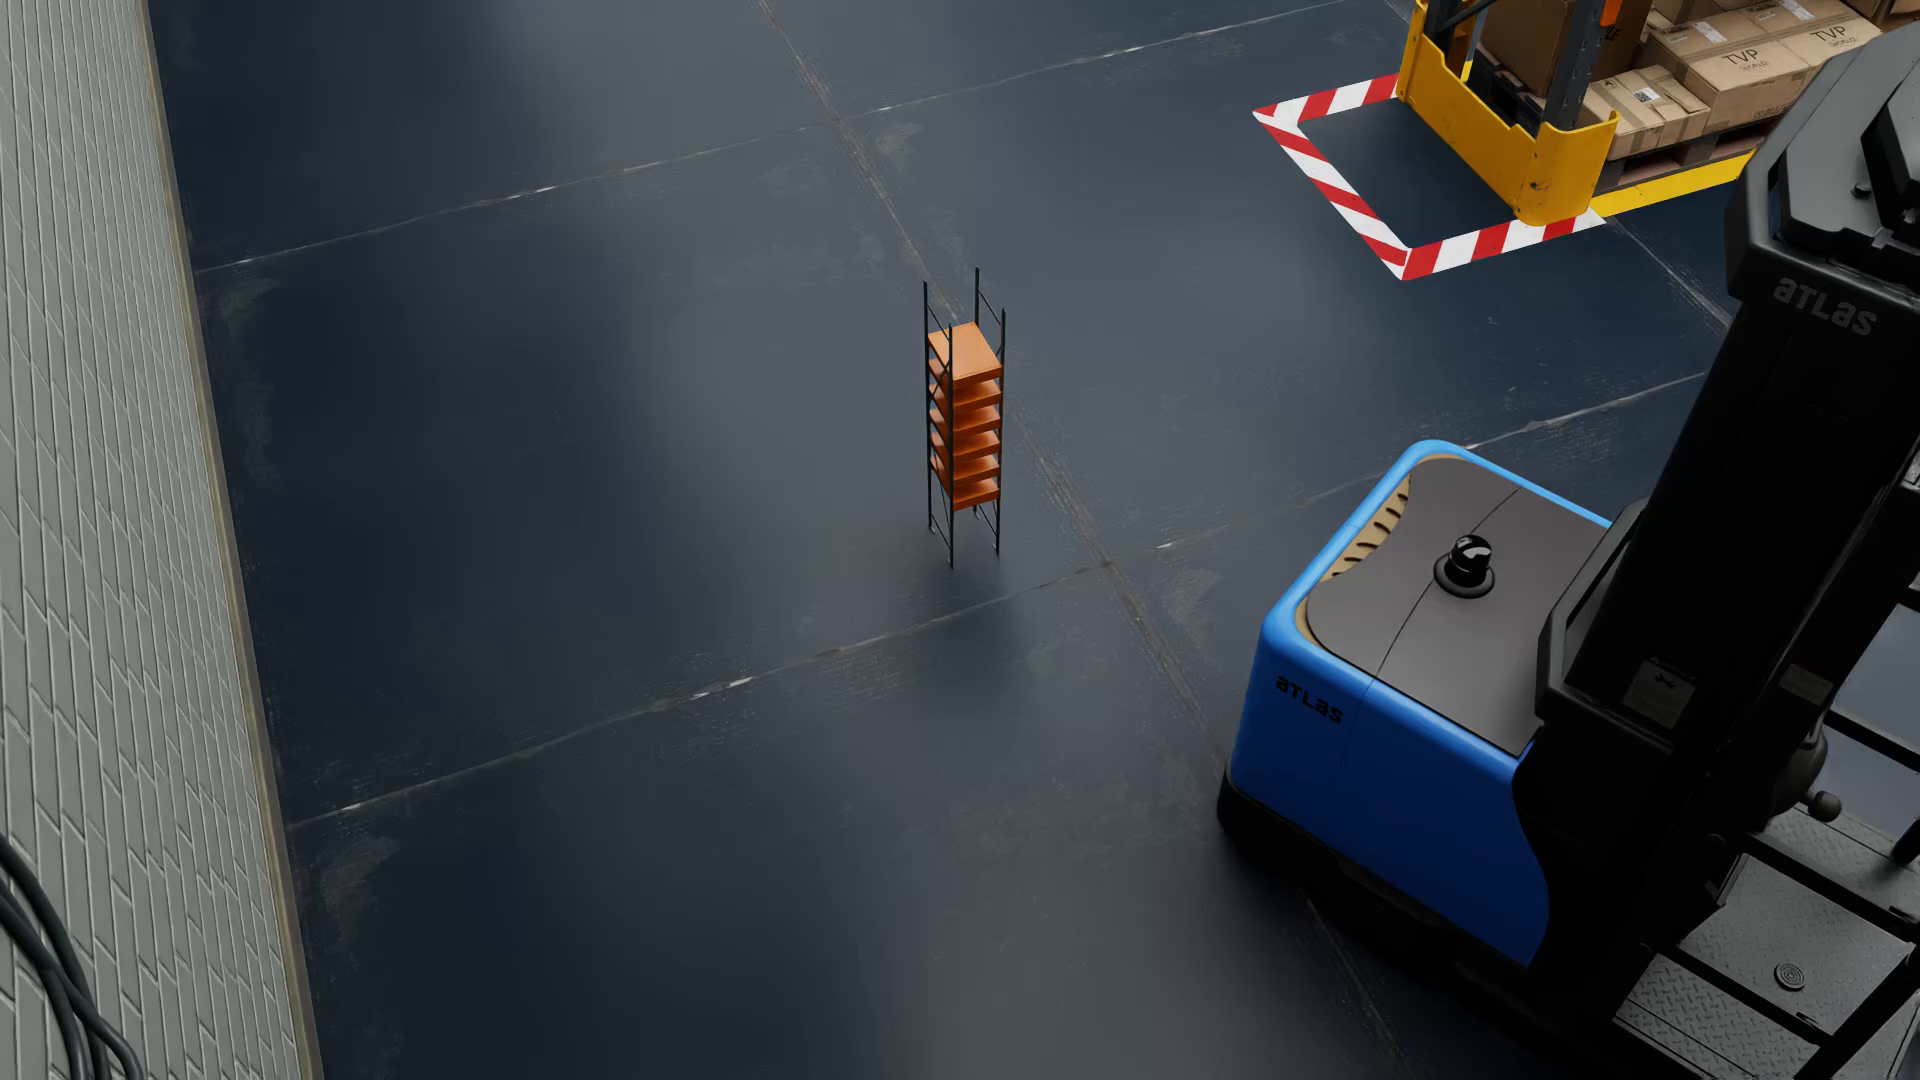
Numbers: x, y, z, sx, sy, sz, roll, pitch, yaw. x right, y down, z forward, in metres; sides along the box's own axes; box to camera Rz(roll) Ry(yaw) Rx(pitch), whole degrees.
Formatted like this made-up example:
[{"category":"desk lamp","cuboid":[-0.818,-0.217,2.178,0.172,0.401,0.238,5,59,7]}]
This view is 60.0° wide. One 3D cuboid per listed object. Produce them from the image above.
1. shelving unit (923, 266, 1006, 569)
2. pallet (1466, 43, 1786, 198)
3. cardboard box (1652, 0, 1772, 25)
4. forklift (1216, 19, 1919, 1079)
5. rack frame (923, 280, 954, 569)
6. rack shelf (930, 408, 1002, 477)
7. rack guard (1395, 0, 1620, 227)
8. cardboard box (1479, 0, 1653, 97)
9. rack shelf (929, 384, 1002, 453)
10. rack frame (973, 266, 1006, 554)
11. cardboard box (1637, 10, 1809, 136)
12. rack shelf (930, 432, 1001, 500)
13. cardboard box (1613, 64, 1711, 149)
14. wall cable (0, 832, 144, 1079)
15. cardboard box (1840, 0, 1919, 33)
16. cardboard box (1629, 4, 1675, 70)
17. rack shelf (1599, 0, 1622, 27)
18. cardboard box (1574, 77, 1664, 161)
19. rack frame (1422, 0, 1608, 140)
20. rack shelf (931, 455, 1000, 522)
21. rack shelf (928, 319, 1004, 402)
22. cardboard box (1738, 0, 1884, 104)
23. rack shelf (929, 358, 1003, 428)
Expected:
[{"category":"shelving unit","cuboid":[0.013,-0.395,5.798,0.189,1.200,0.258,-17,52,-14]},{"category":"pallet","cuboid":[3.224,-2.147,7.955,1.213,0.211,1.003,-17,52,-14]},{"category":"cardboard box","cuboid":[3.717,-2.633,8.056,0.500,0.250,0.500,-17,52,-14]},{"category":"forklift","cuboid":[2.303,0.389,3.984,3.031,2.935,1.130,31,56,24]},{"category":"rack frame","cuboid":[-0.071,-0.369,5.776,0.006,1.200,0.240,-17,52,-14]},{"category":"rack shelf","cuboid":[0.013,-0.366,5.832,0.180,0.103,0.258,-17,52,-14]},{"category":"rack guard","cuboid":[2.487,-2.012,7.649,0.348,0.500,1.175,-17,52,-14]},{"category":"cardboard box","cuboid":[2.827,-2.463,7.745,0.500,0.500,0.500,-17,52,-14]},{"category":"rack shelf","cuboid":[0.013,-0.444,5.741,0.180,0.103,0.258,-17,52,-14]},{"category":"rack frame","cuboid":[0.098,-0.421,5.821,0.006,1.200,0.240,-17,52,-14]},{"category":"cardboard box","cuboid":[3.490,-2.152,7.644,0.500,0.250,0.500,-17,52,-14]},{"category":"rack shelf","cuboid":[0.013,-0.288,5.923,0.180,0.103,0.258,-17,52,-14]},{"category":"cardboard box","cuboid":[3.165,-1.976,7.547,0.250,0.166,0.380,-17,52,-14]},{"category":"wall cable","cuboid":[-1.078,1.102,1.419,0.112,2.526,3.097,-17,52,-14]},{"category":"cardboard box","cuboid":[4.382,-2.740,7.981,0.637,0.503,0.797,-17,52,-14]},{"category":"cardboard box","cuboid":[3.236,-2.407,7.917,0.250,0.166,0.380,-17,52,-14]},{"category":"rack shelf","cuboid":[4.268,-3.144,7.447,4.000,0.370,1.077,-17,52,-14]},{"category":"cardboard box","cuboid":[2.934,-1.898,7.492,0.250,0.149,0.380,-17,52,-14]},{"category":"rack frame","cuboid":[2.416,-2.805,6.681,0.127,3.000,1.000,-17,52,-14]},{"category":"rack shelf","cuboid":[0.013,-0.210,6.014,0.180,0.103,0.258,-17,52,-14]},{"category":"rack shelf","cuboid":[0.013,-0.601,5.559,0.180,0.103,0.258,-17,52,-14]},{"category":"cardboard box","cuboid":[3.953,-2.296,7.767,0.500,0.250,0.500,-17,52,-14]},{"category":"rack shelf","cuboid":[0.013,-0.522,5.650,0.180,0.103,0.258,-17,52,-14]}]
